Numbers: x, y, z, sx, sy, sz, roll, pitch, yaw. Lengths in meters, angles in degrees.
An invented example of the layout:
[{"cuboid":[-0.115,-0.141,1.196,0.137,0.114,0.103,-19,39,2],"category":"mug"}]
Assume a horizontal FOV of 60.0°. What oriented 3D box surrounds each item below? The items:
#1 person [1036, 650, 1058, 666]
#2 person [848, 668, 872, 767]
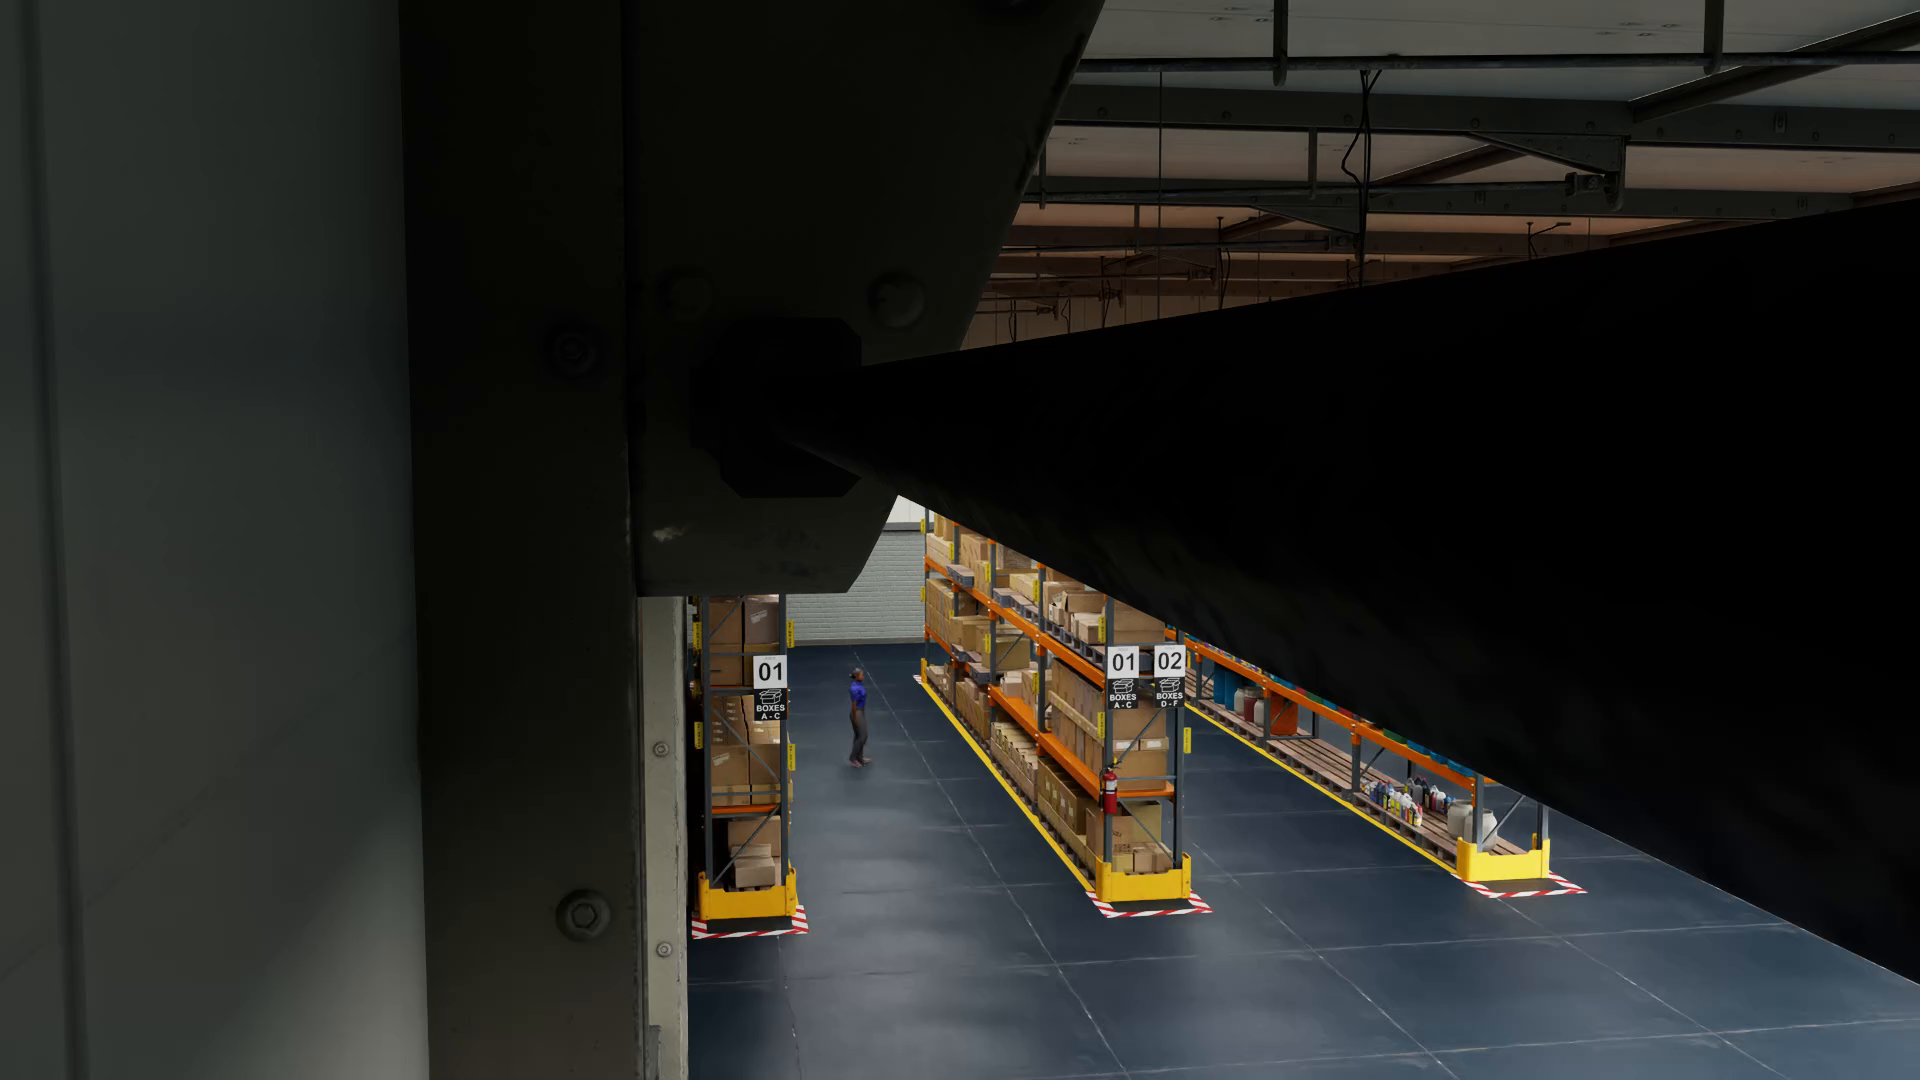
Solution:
[{"cuboid":[1.909,2.390,34.879,0.700,1.798,0.590,1,5,11],"category":"person"},{"cuboid":[-1.709,3.020,28.408,0.388,1.686,0.514,0,5,0],"category":"person"}]
